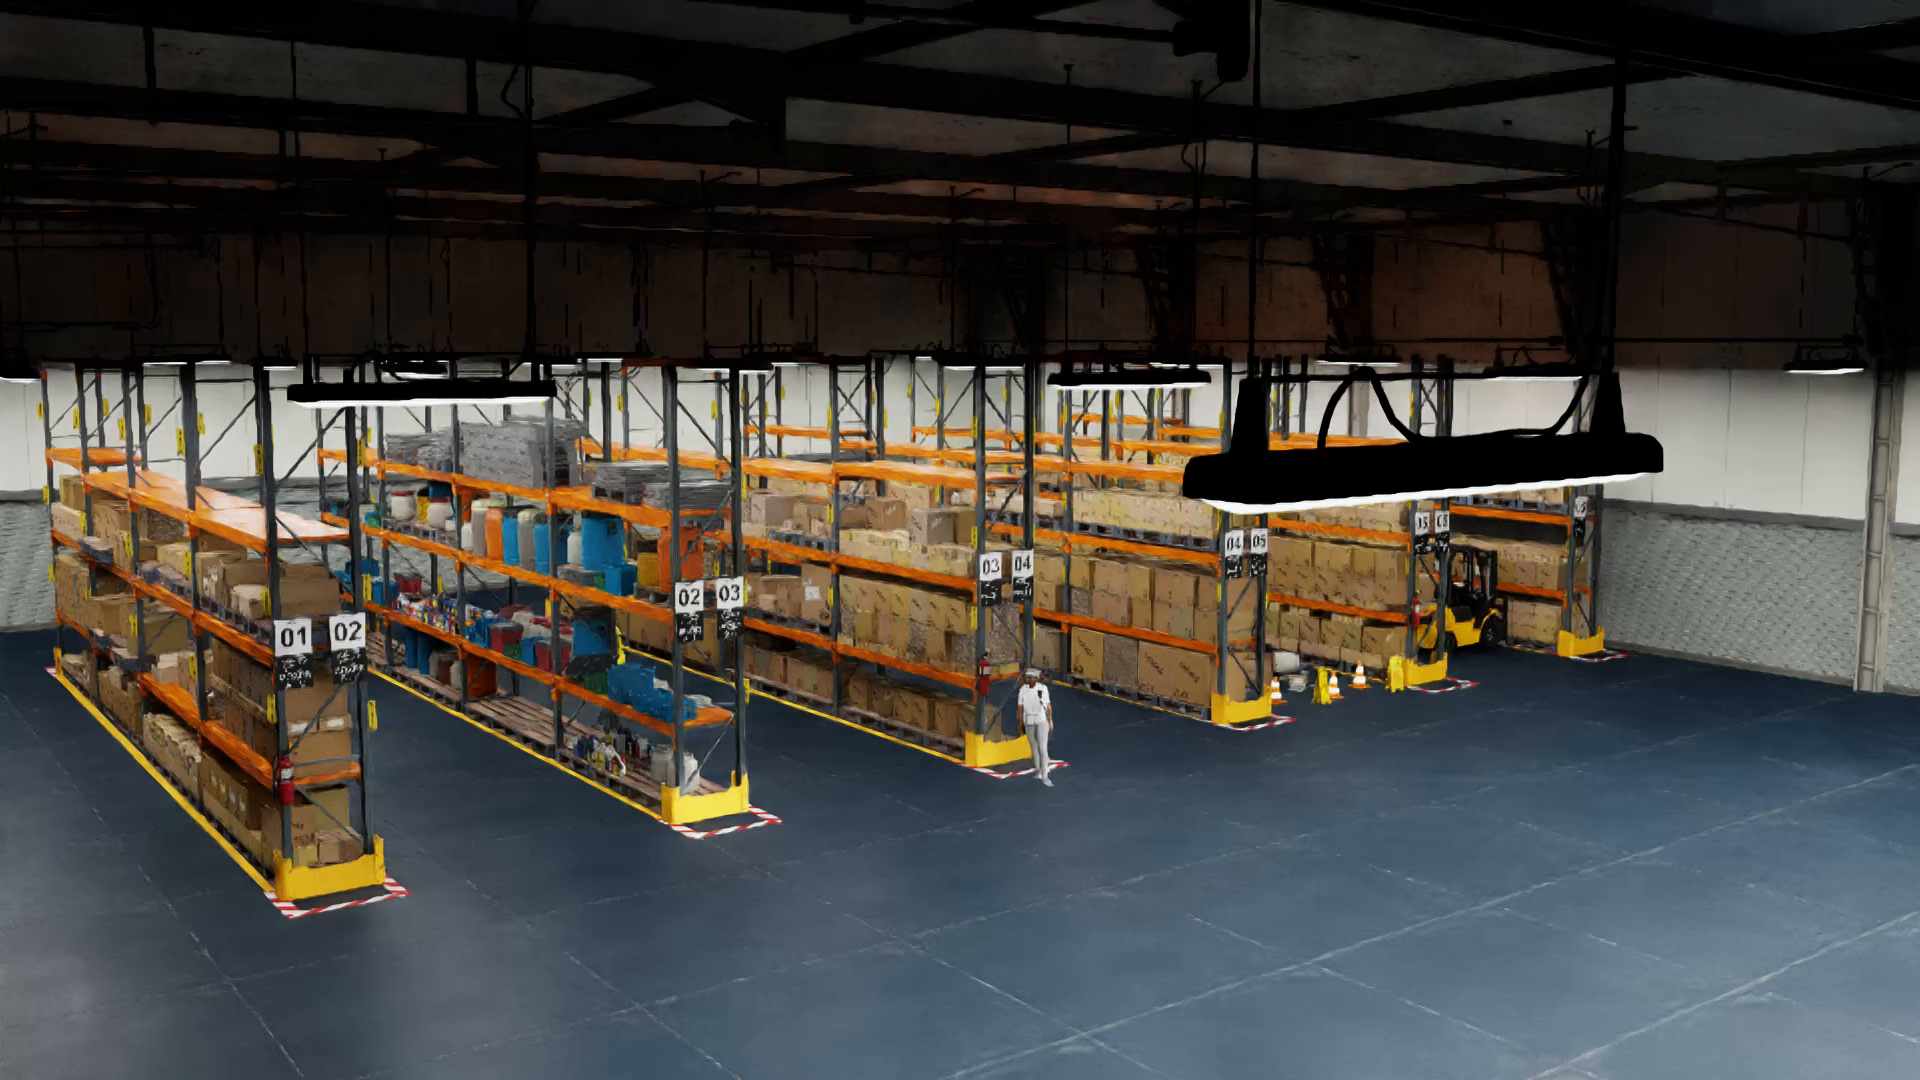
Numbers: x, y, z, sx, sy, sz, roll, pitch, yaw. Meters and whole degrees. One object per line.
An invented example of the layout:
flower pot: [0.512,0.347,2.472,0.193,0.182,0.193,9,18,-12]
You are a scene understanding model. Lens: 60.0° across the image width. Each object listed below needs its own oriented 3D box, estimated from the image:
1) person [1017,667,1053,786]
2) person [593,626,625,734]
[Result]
person: [1.114,2.652,23.923,0.560,1.708,0.519,2,7,16]
person: [-5.637,2.252,26.650,0.467,1.759,0.678,1,7,12]
